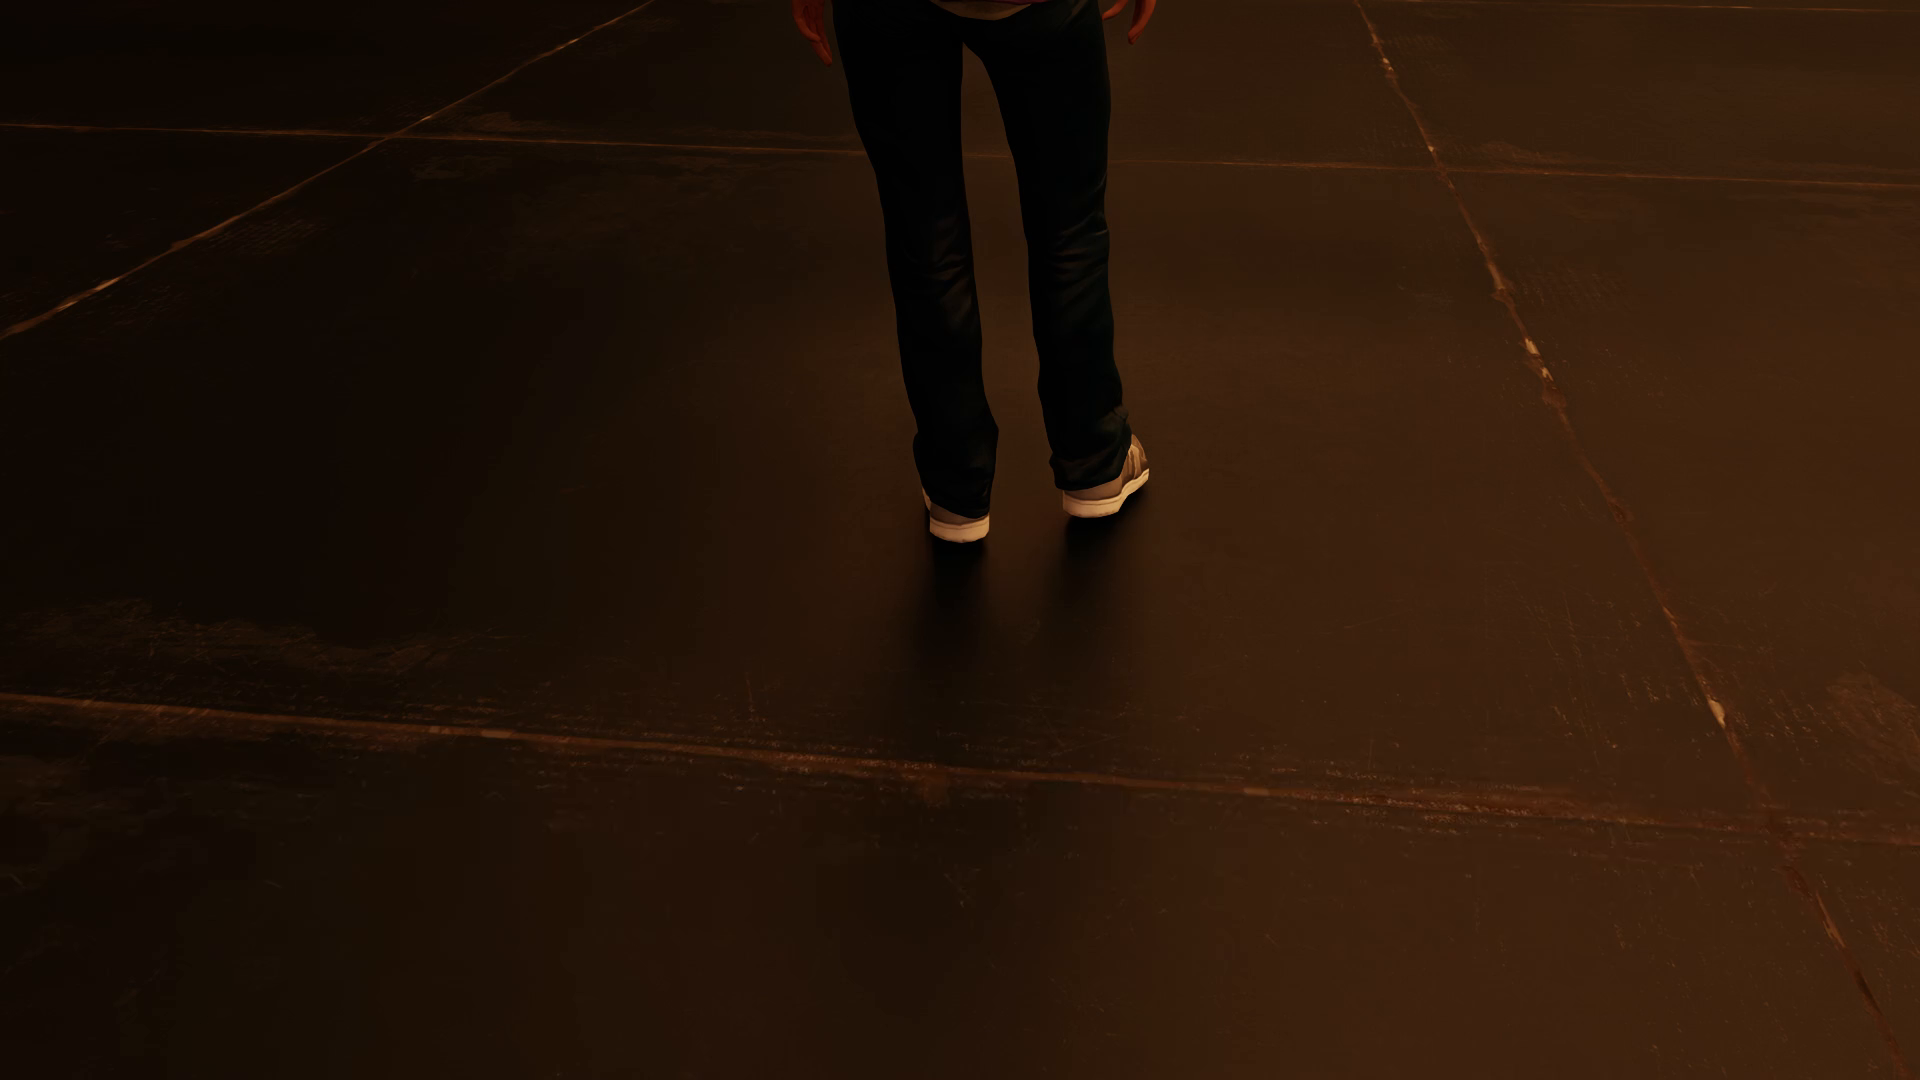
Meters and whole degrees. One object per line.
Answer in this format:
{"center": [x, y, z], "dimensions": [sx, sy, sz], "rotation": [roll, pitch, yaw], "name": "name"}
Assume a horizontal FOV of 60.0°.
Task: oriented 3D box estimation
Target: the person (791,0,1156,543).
{"center": [0.024, -0.753, 2.204], "dimensions": [0.520, 1.597, 0.476], "rotation": [3, 27, 7], "name": "person"}
